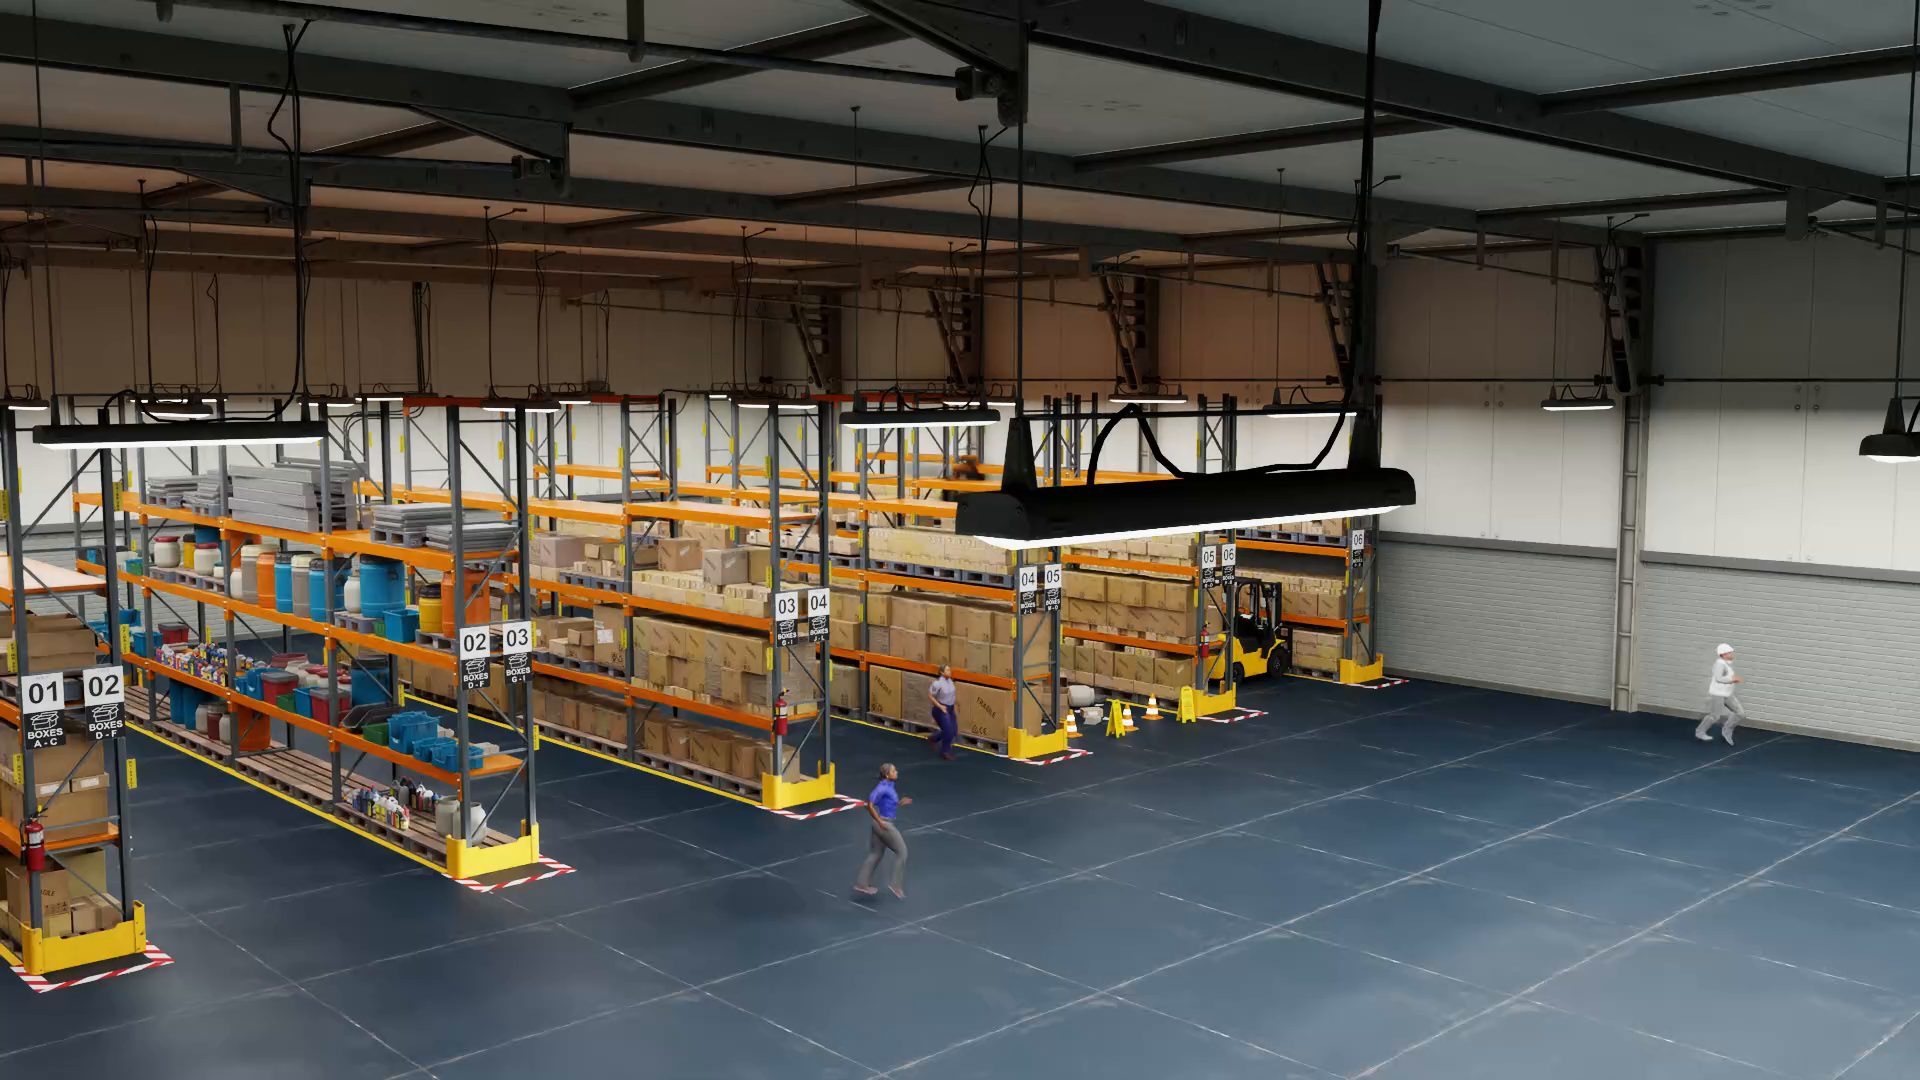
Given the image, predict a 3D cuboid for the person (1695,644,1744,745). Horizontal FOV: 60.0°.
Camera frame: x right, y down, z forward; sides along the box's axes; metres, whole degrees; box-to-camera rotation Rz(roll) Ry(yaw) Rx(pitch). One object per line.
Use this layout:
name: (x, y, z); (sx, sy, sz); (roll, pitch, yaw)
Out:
person: (13.165, 2.680, 28.809); (0.777, 1.795, 0.640); (5, 7, 42)

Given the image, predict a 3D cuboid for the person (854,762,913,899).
person: (-0.934, 3.565, 20.333); (0.750, 1.724, 0.546); (-1, 6, -13)

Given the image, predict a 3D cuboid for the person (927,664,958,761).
person: (-0.317, 2.858, 27.722); (0.593, 1.603, 0.625); (4, 7, 34)
